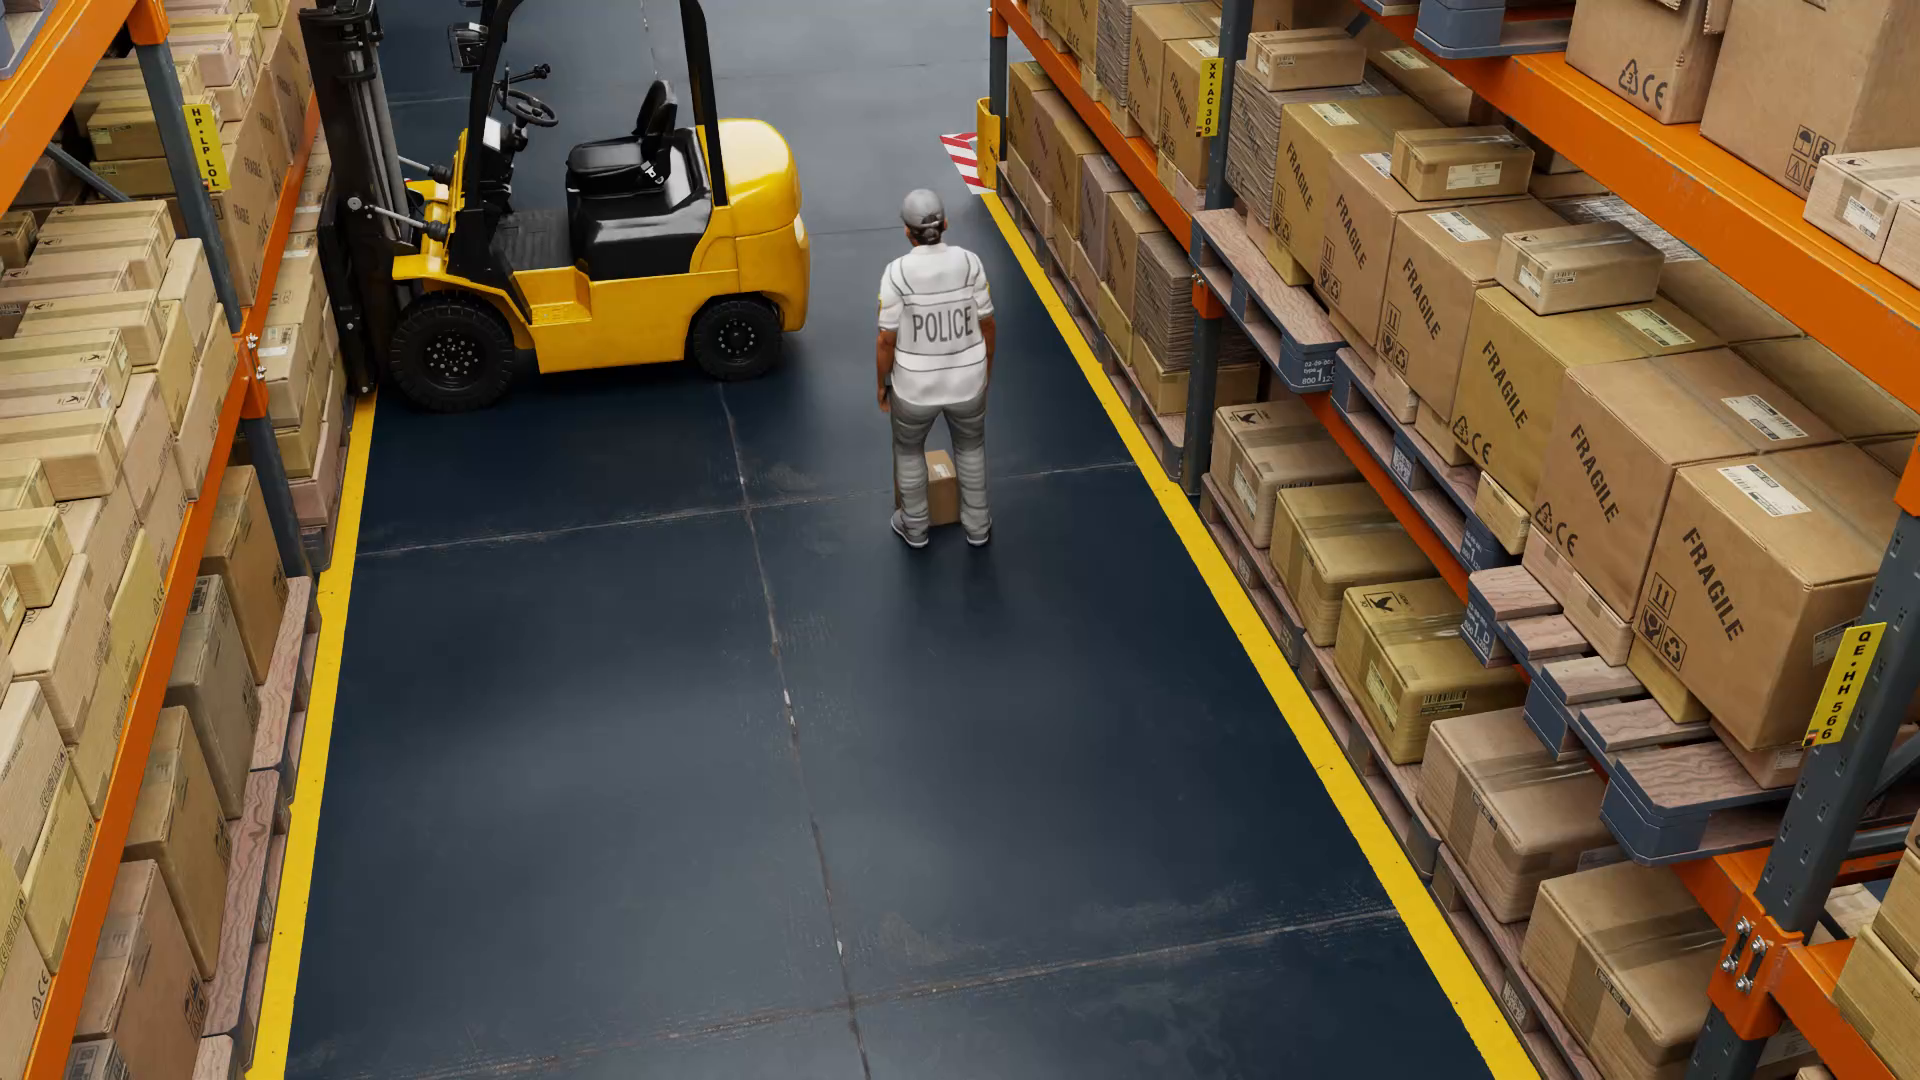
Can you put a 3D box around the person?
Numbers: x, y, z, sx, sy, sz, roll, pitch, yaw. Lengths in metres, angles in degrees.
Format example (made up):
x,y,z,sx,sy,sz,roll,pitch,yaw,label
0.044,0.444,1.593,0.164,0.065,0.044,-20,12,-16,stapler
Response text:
x,y,z,sx,sy,sz,roll,pitch,yaw,label
-0.101,-0.697,7.151,0.548,1.664,0.470,-9,36,-13,person
